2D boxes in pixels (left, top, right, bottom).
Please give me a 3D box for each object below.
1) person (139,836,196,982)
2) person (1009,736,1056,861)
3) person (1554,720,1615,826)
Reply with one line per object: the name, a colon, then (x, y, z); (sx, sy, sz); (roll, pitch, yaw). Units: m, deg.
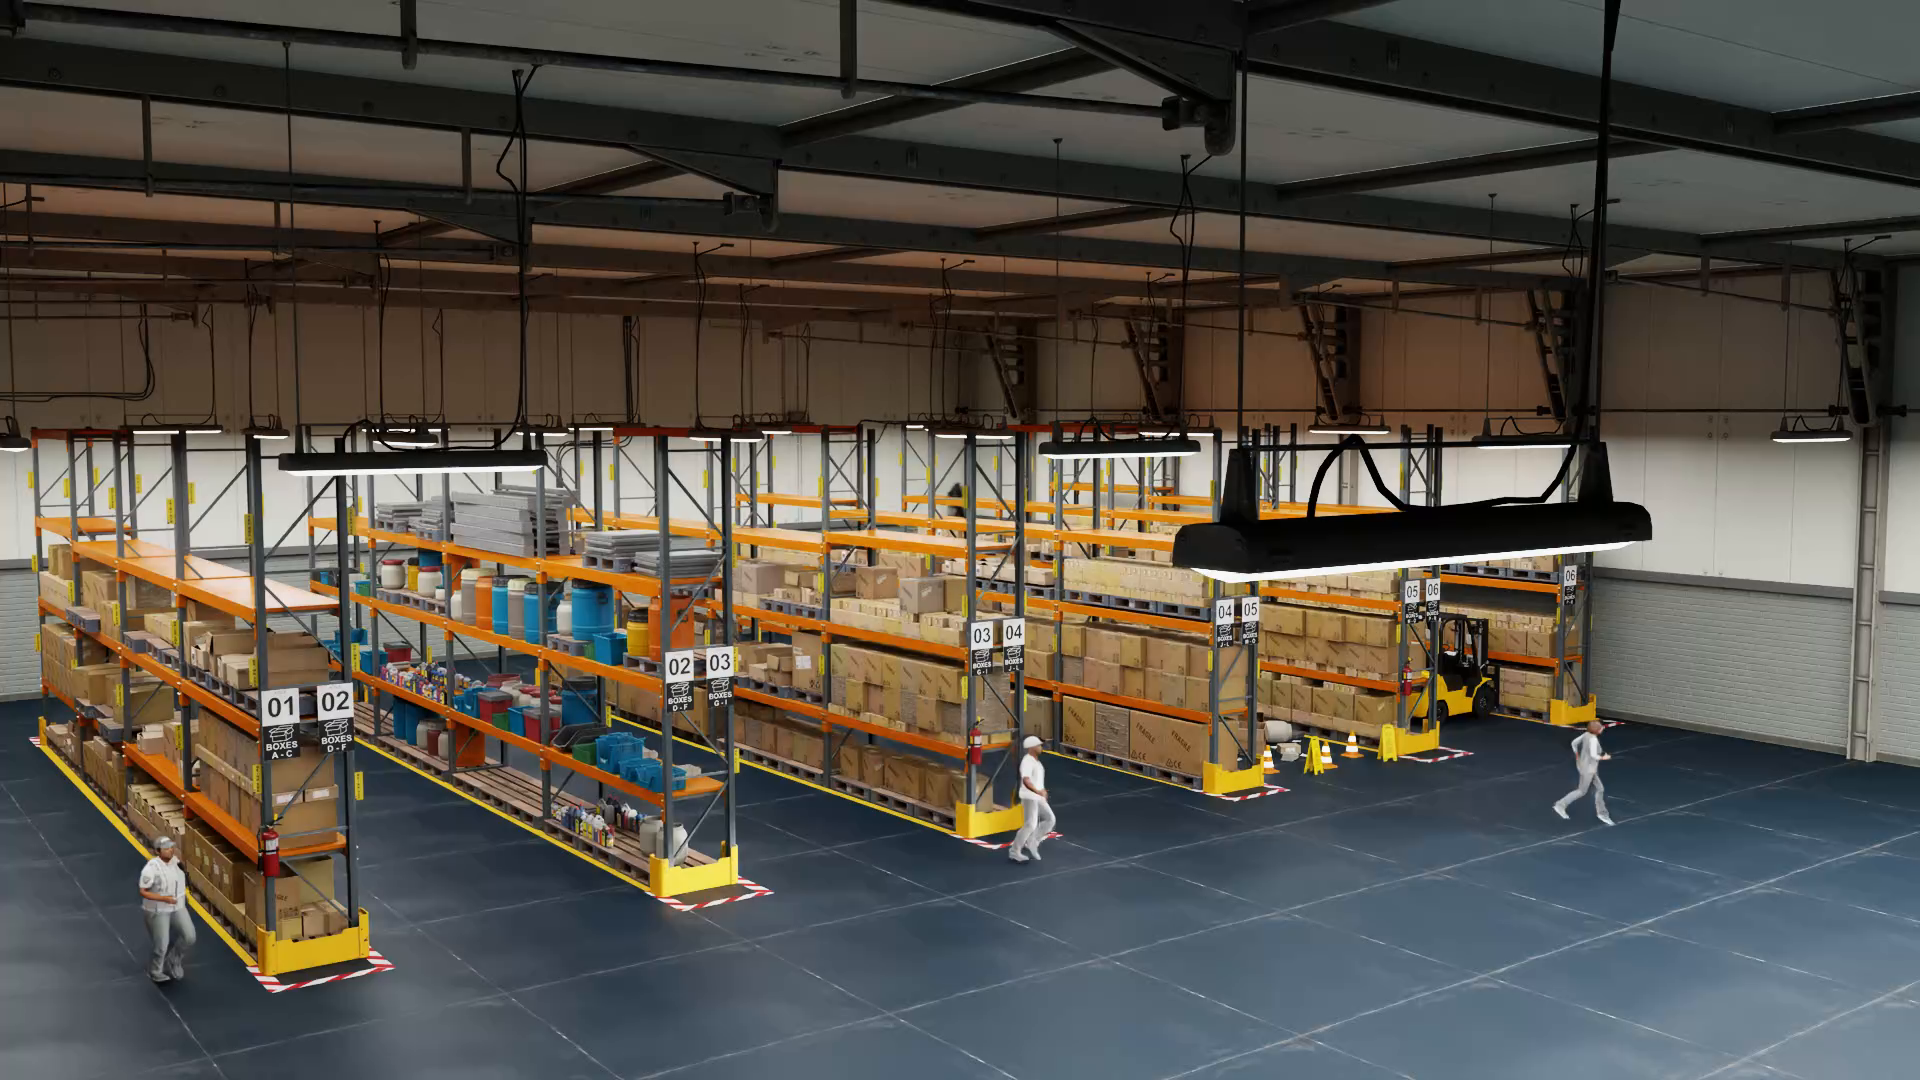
person: (-8.721, 4.077, 18.302); (0.620, 1.654, 0.606); (2, 5, 29)
person: (1.037, 3.632, 23.436); (0.625, 1.734, 0.765); (1, 5, 14)
person: (9.534, 3.545, 25.360); (0.897, 1.615, 0.562); (1, 5, 8)
